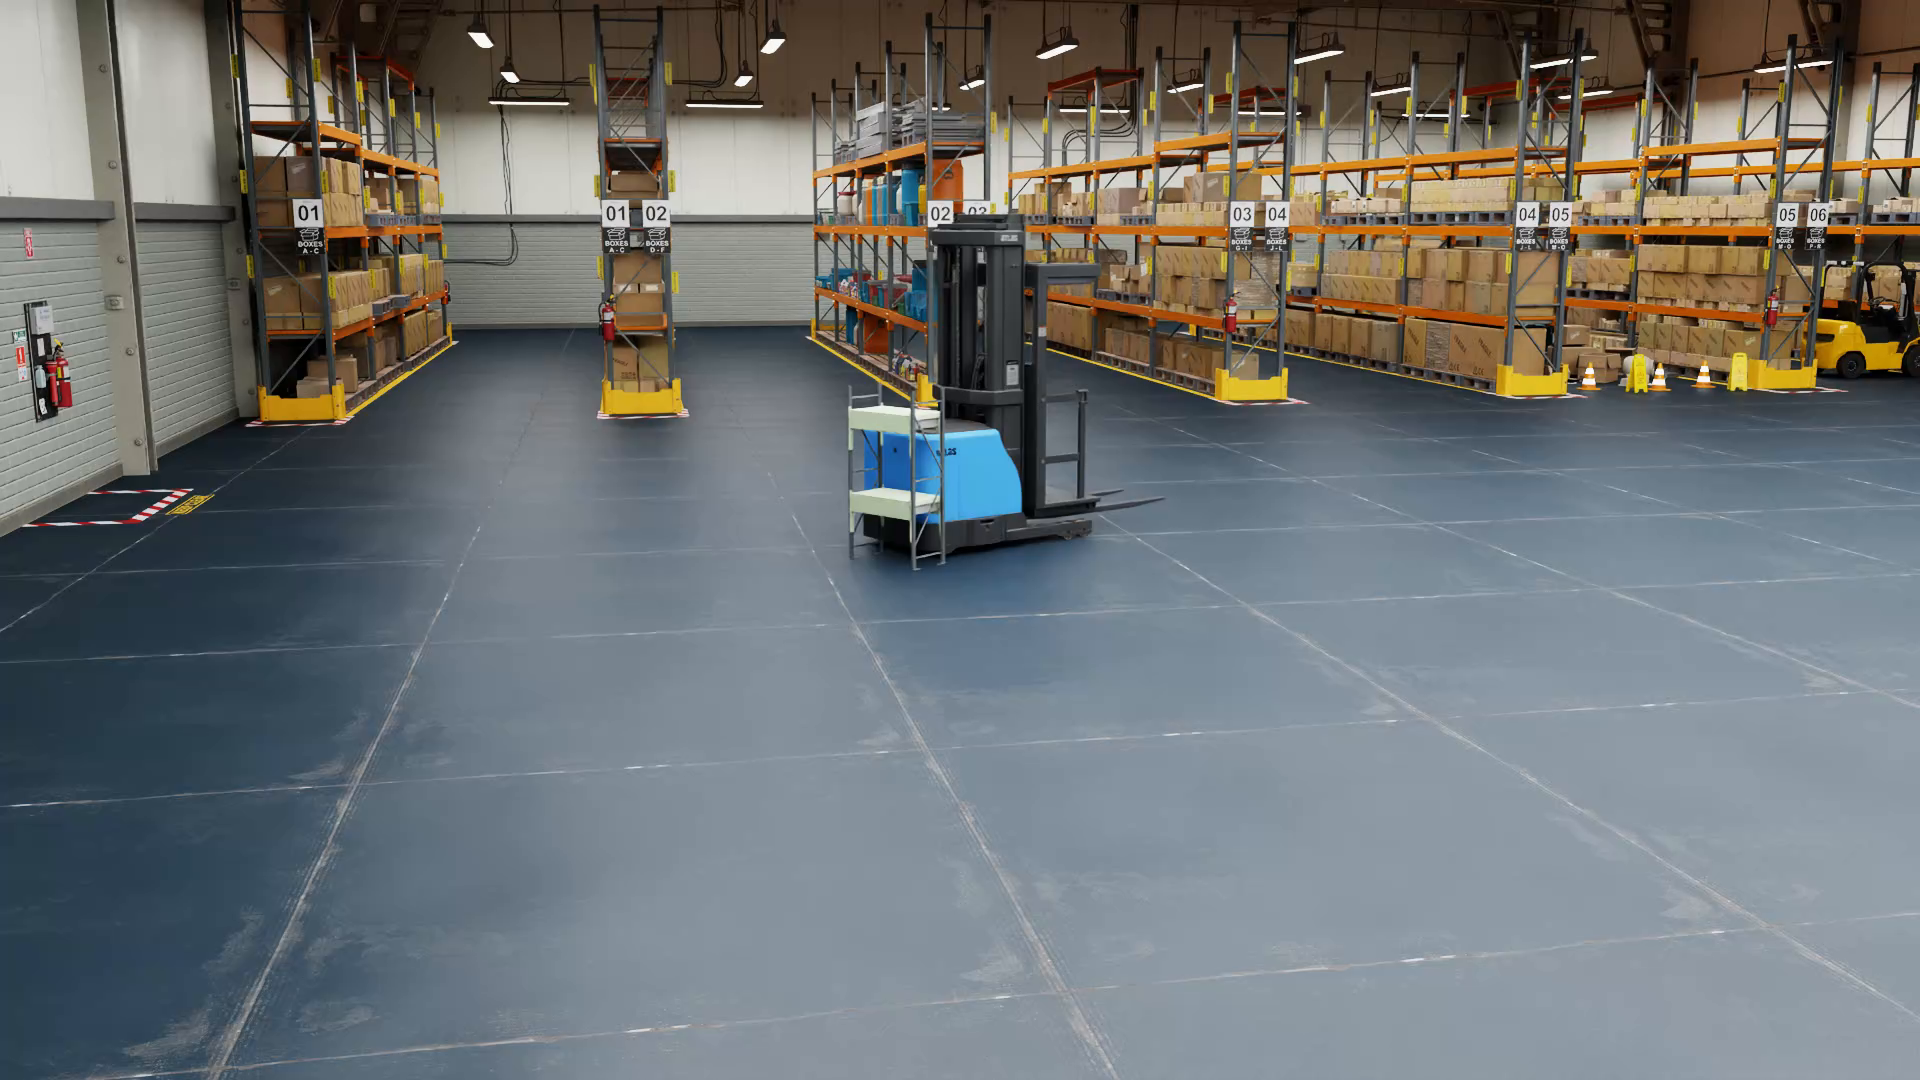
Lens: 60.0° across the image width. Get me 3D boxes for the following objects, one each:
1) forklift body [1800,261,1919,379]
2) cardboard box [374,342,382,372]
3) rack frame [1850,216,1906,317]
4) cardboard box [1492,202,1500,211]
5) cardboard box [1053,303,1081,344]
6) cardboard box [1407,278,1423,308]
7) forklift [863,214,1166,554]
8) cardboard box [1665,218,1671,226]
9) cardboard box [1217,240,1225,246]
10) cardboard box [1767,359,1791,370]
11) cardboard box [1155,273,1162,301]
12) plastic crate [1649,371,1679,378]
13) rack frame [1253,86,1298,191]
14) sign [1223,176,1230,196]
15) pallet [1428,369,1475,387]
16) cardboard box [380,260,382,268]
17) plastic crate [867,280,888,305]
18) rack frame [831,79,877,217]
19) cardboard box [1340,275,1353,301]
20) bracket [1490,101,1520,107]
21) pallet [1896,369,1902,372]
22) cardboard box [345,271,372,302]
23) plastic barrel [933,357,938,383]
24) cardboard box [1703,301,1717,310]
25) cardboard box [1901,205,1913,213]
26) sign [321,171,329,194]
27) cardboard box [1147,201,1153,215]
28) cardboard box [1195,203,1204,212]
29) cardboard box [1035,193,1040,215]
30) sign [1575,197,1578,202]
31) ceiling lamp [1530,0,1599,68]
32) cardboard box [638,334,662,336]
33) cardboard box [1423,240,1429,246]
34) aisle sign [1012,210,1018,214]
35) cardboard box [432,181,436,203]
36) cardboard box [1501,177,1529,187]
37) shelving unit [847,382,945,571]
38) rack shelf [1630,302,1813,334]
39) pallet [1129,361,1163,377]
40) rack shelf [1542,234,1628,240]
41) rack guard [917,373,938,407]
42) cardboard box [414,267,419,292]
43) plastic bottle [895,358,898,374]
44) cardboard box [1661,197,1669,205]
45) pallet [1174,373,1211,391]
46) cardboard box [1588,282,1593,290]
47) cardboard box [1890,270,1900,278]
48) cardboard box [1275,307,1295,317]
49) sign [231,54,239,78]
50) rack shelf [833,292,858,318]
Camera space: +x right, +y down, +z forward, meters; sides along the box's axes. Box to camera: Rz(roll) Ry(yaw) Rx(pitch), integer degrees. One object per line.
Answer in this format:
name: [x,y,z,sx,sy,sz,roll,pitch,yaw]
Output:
forklift body: [17.264,-4.207,31.602,2.313,2.155,1.214,-2,11,-11]
cardboard box: [-10.890,-3.305,30.100,0.700,0.500,0.500,-2,11,-10]
rack frame: [18.644,-5.076,33.898,1.000,3.000,0.127,-2,11,-11]
cardboard box: [9.273,-5.663,28.242,0.380,0.149,0.250,-2,11,-11]
cardboard box: [2.818,-4.884,37.447,1.225,0.875,0.875,-3,11,-13]
cardboard box: [9.024,-4.703,31.536,0.875,0.550,0.550,-2,11,-11]
forklift: [0.607,-1.513,15.360,3.031,2.935,1.130,-8,13,-36]
cardboard box: [13.749,-6.088,31.862,0.380,0.149,0.250,-2,11,-11]
cardboard box: [6.720,-7.210,41.372,0.500,0.500,0.500,-2,11,-13]
cardboard box: [14.669,-3.175,30.140,0.500,0.250,0.500,-2,11,-11]
cardboard box: [4.082,-4.645,30.570,0.875,0.500,0.500,-2,11,-11]
plastic crate: [13.277,-3.143,31.550,0.402,0.080,0.583,-6,13,-31]
rack frame: [7.384,-9.111,39.051,1.000,3.000,0.127,-2,11,-11]
sign: [4.285,-5.693,26.749,0.100,0.325,0.005,-2,11,-11]
pallet: [9.252,-2.960,30.238,1.003,0.211,1.213,-2,11,-11]
cardboard box: [-11.202,-5.250,31.630,0.380,0.149,0.250,-4,11,-18]
plastic crate: [-1.567,-4.812,32.340,0.402,0.464,0.583,-2,11,-11]
rack frame: [-2.359,-8.769,37.255,1.000,3.000,0.127,-2,11,-11]
cardboard box: [8.184,-5.202,34.289,0.500,0.500,0.500,-2,11,-11]
bracket: [15.698,-13.096,50.359,0.076,0.066,5.218,-2,11,-11]
pallet: [18.999,-3.335,32.207,1.003,0.211,1.213,-2,11,-11]
cardboard box: [-10.125,-4.223,27.759,0.500,0.500,0.500,-2,11,-11]
plastic barrel: [-0.228,-2.723,27.065,0.421,0.512,0.421,0,11,0]
cardboard box: [13.954,-4.331,30.654,0.380,0.149,0.250,-2,11,-12]
cardboard box: [18.583,-6.448,32.362,0.380,0.149,0.250,-2,11,-9]
sign: [-9.211,-5.183,24.101,0.100,0.325,0.005,-2,11,-11]
cardboard box: [3.775,-6.317,31.633,0.396,0.266,0.258,-2,11,-9]
cardboard box: [4.227,-5.675,28.358,0.380,0.149,0.250,-3,11,-14]
cardboard box: [2.188,-8.020,39.685,0.700,0.500,0.500,-2,11,-8]
sign: [13.531,-7.376,36.574,0.100,0.325,0.005,-2,11,-11]
ceiling lamp: [11.660,-10.606,31.293,0.800,3.185,2.000,-2,11,-11]
cardboard box: [-5.894,-3.765,31.740,0.500,0.311,0.500,-2,11,-11]
cardboard box: [11.798,-7.410,41.485,0.380,0.149,0.250,-2,11,-11]
aisle sign: [1.413,-8.015,42.385,0.394,0.787,0.004,-2,11,-11]
cardboard box: [-12.358,-8.002,38.254,0.500,0.500,0.500,-2,11,-9]
cardboard box: [9.320,-6.010,27.928,0.380,0.149,0.250,-2,11,-10]
shelving unit: [-0.543,-0.552,14.139,0.755,1.500,0.431,9,14,40]
rack shelf: [14.165,-4.175,31.086,1.077,0.370,4.000,-2,11,-11]
pallet: [3.903,-3.308,32.064,1.003,0.211,1.213,-2,11,-11]
rack shelf: [16.699,-8.031,43.321,1.077,0.370,4.000,-2,11,-11]
rack guard: [-0.086,-2.405,26.550,1.175,0.500,0.348,-2,11,-11]
cardboard box: [-11.541,-5.406,34.512,0.500,0.500,0.500,-2,11,-11]
plastic bottle: [-1.081,-3.100,29.623,0.152,0.276,0.135,-2,11,-9]
cardboard box: [13.639,-6.472,31.748,0.380,0.149,0.250,-2,11,-13]
pallet: [4.461,-2.819,29.495,1.003,0.211,1.213,-2,11,-11]
cardboard box: [13.221,-5.250,34.360,0.380,0.149,0.250,-2,11,-11]
cardboard box: [18.553,-5.234,32.724,0.380,0.149,0.250,-2,11,-10]
cardboard box: [7.470,-5.174,37.969,0.500,0.250,0.500,-2,11,-9]
sign: [-10.291,-6.728,23.610,0.100,0.325,0.005,-2,11,-11]
rack shelf: [-1.970,-5.102,35.956,1.077,0.370,4.000,-2,11,-11]
